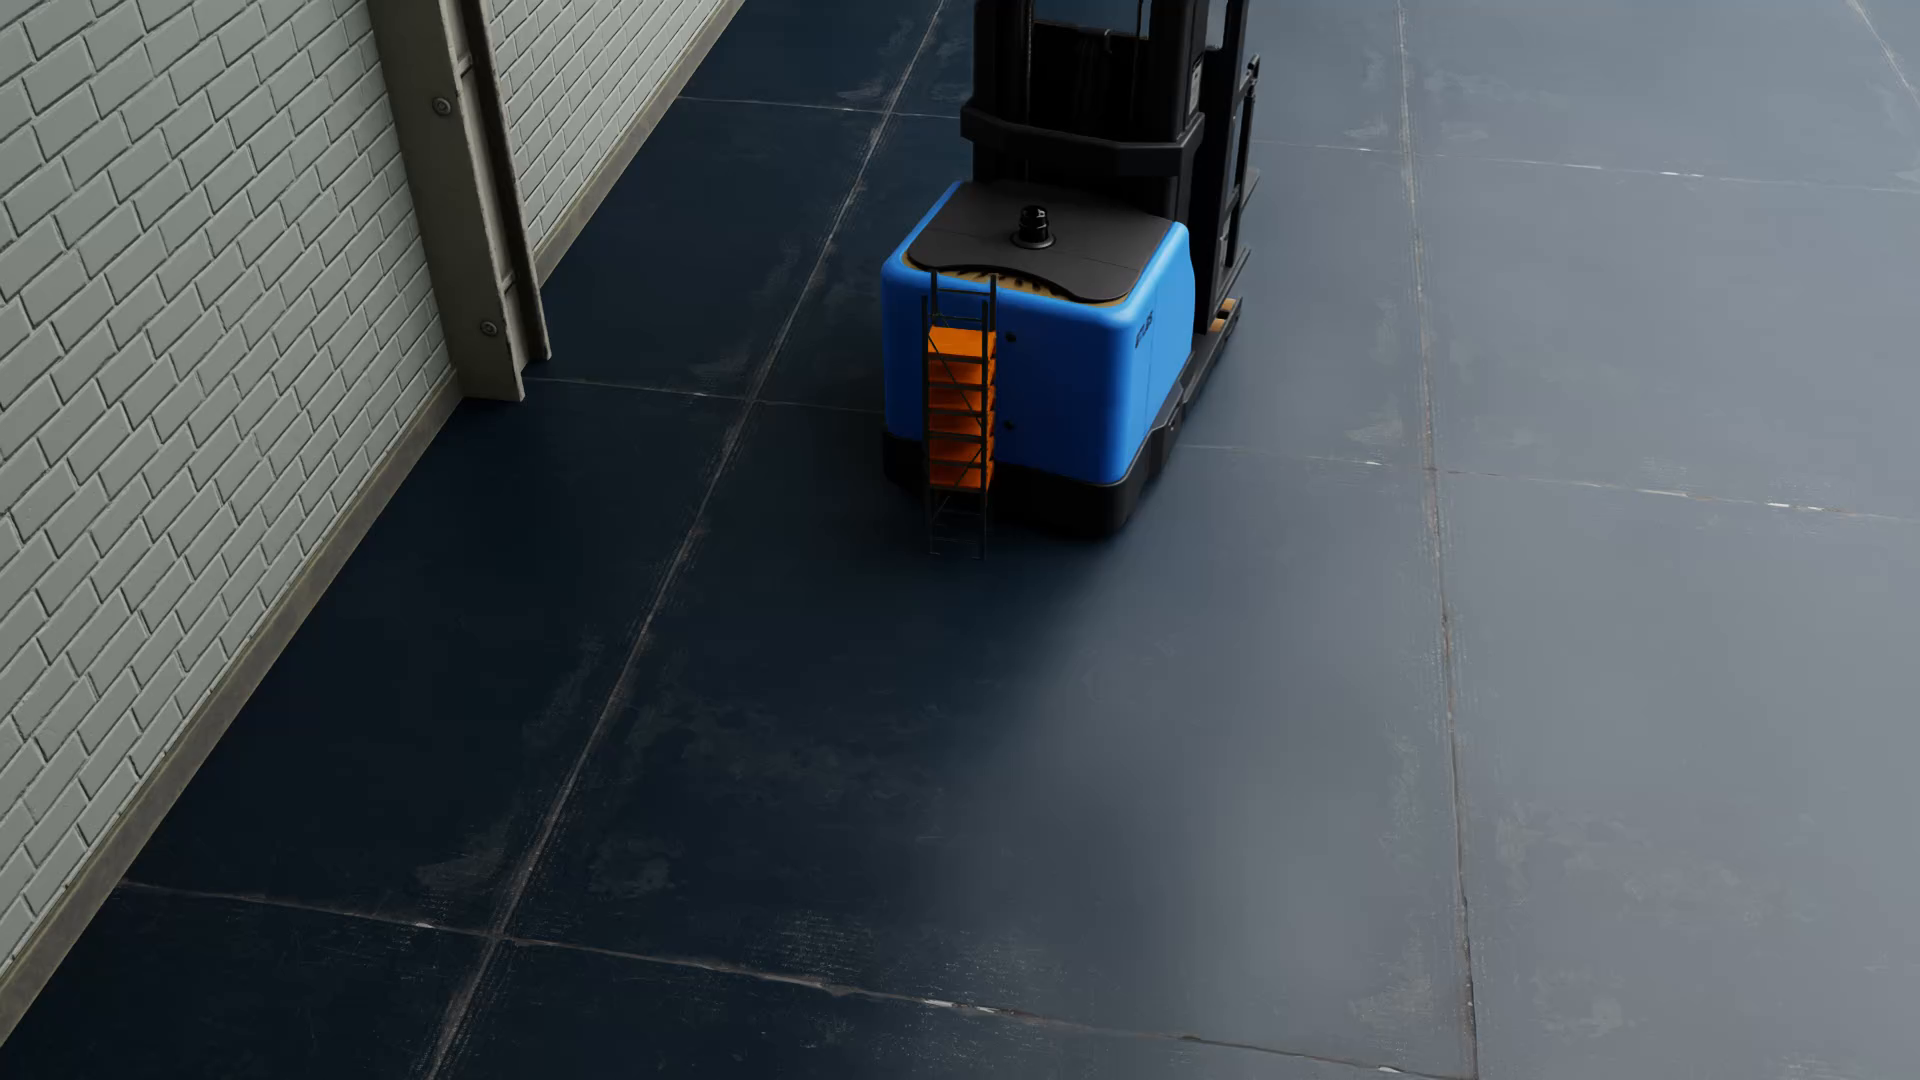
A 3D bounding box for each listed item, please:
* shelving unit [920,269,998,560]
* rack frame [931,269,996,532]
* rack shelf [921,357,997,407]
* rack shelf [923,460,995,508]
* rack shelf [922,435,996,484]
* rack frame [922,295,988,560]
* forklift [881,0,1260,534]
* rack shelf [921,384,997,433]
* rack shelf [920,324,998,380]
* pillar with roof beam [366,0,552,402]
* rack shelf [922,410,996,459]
[{"bbox_3d":[-0.002,-0.453,6.357,0.258,1.200,0.189,6,40,8],"label":"shelving unit"},{"bbox_3d":[0.013,-0.511,6.426,0.240,1.200,0.006,6,40,8],"label":"rack frame"},{"bbox_3d":[-0.002,-0.604,6.232,0.258,0.103,0.180,6,40,8],"label":"rack shelf"},{"bbox_3d":[-0.003,-0.234,6.538,0.258,0.103,0.180,6,40,8],"label":"rack shelf"},{"bbox_3d":[-0.003,-0.327,6.461,0.258,0.103,0.180,6,40,8],"label":"rack shelf"},{"bbox_3d":[-0.018,-0.396,6.287,0.240,1.200,0.006,6,40,8],"label":"rack frame"},{"bbox_3d":[0.701,-2.098,6.987,1.130,2.935,3.031,14,42,17],"label":"forklift"},{"bbox_3d":[-0.002,-0.512,6.309,0.258,0.103,0.180,6,40,8],"label":"rack shelf"},{"bbox_3d":[-0.002,-0.697,6.156,0.258,0.103,0.180,6,40,8],"label":"rack shelf"},{"bbox_3d":[2.140,-3.758,4.233,9.100,9.000,0.400,6,40,8],"label":"pillar with roof beam"},{"bbox_3d":[-0.003,-0.419,6.385,0.258,0.103,0.180,6,40,8],"label":"rack shelf"}]
